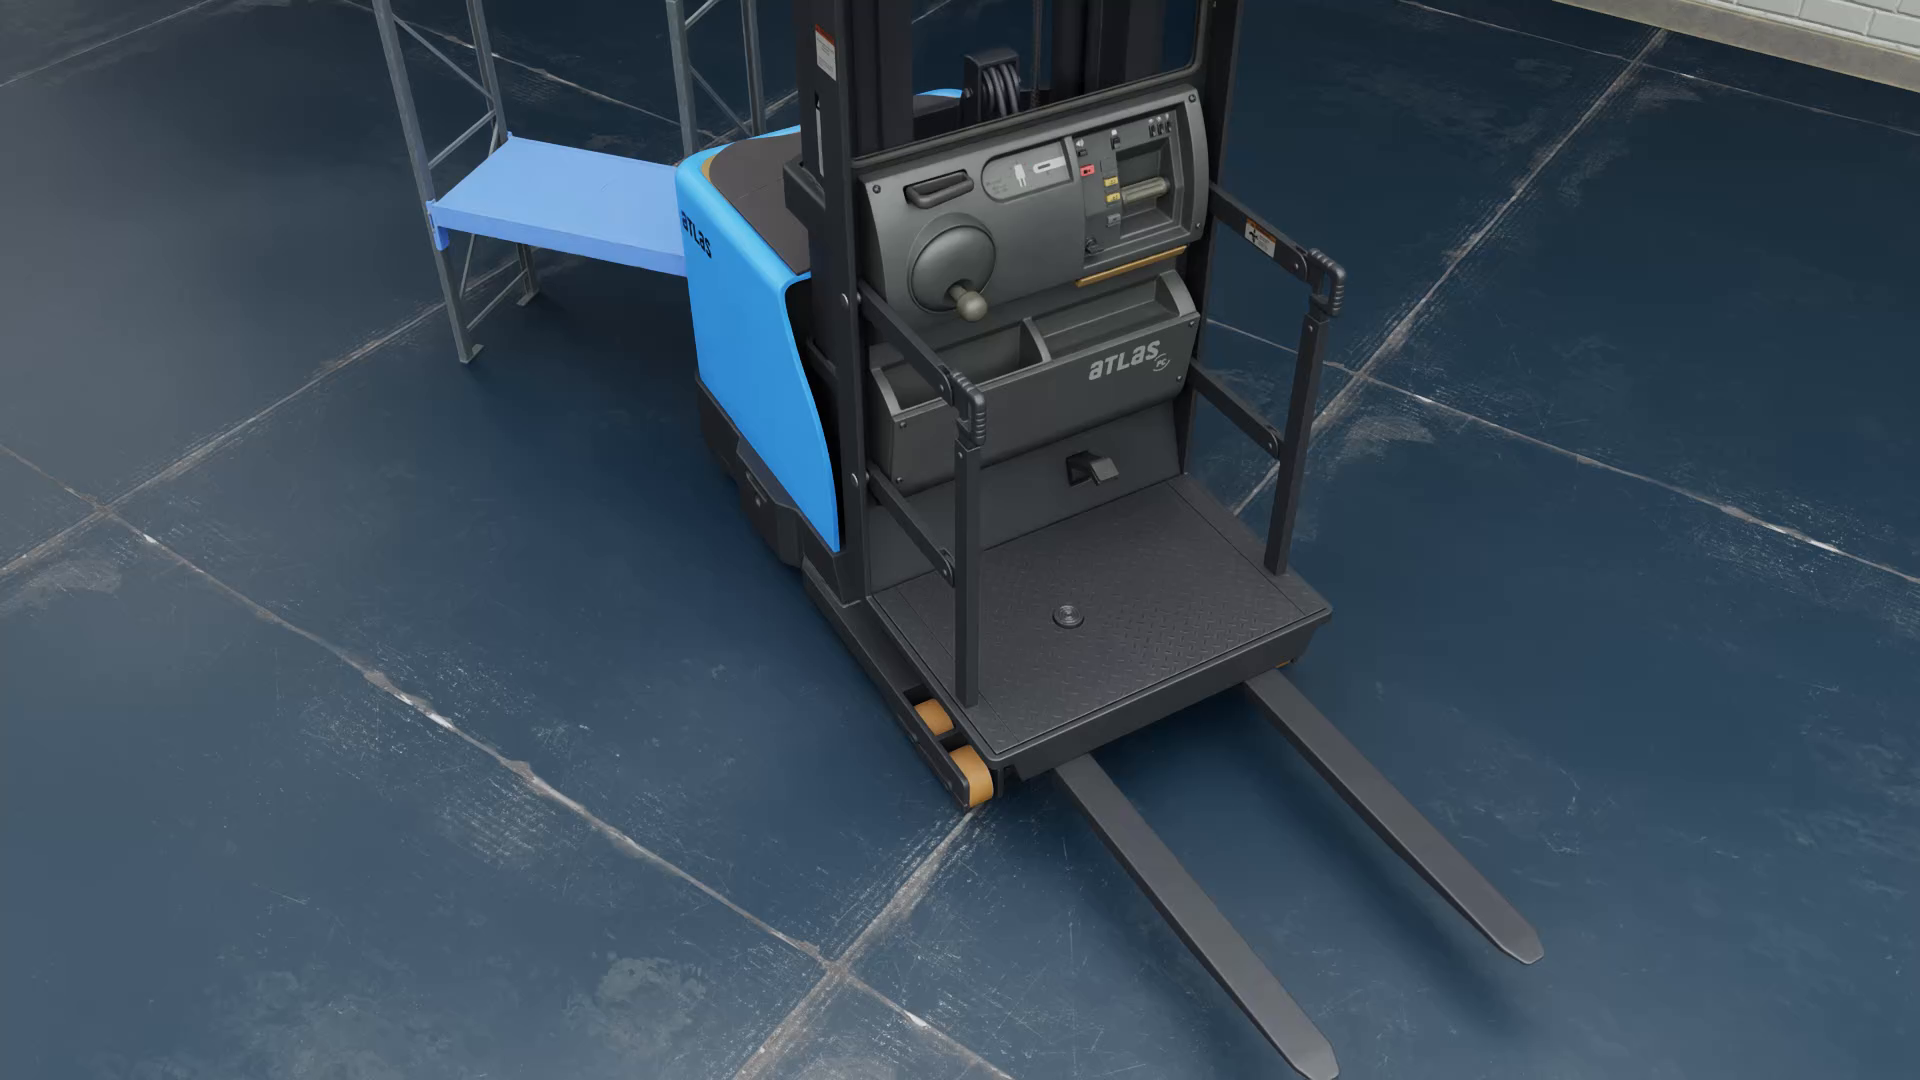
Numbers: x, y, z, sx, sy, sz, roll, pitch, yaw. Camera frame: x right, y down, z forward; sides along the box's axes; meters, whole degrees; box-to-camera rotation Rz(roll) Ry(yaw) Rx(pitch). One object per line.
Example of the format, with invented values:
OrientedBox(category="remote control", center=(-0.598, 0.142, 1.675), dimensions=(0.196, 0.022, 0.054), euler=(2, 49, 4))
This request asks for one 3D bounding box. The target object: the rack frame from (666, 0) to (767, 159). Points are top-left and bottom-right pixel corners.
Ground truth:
OrientedBox(category="rack frame", center=(-0.736, -1.121, 5.378), dimensions=(0.032, 1.500, 0.500), euler=(13, 44, 15))

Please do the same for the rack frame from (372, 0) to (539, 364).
OrientedBox(category="rack frame", center=(-1.693, -1.349, 5.633), dimensions=(0.032, 1.500, 0.500), euler=(13, 44, 15))

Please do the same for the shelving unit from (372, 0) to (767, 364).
OrientedBox(category="shelving unit", center=(-1.214, -1.235, 5.506), dimensions=(1.048, 1.500, 0.538), euler=(13, 44, 15))

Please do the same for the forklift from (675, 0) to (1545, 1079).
OrientedBox(category="forklift", center=(0.312, -0.731, 3.869), dimensions=(1.130, 2.935, 3.031), euler=(-21, 46, -22))

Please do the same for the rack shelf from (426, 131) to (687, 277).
OrientedBox(category="rack shelf", center=(-1.214, -1.101, 5.625), dimensions=(1.000, 0.185, 0.538), euler=(13, 44, 15))
